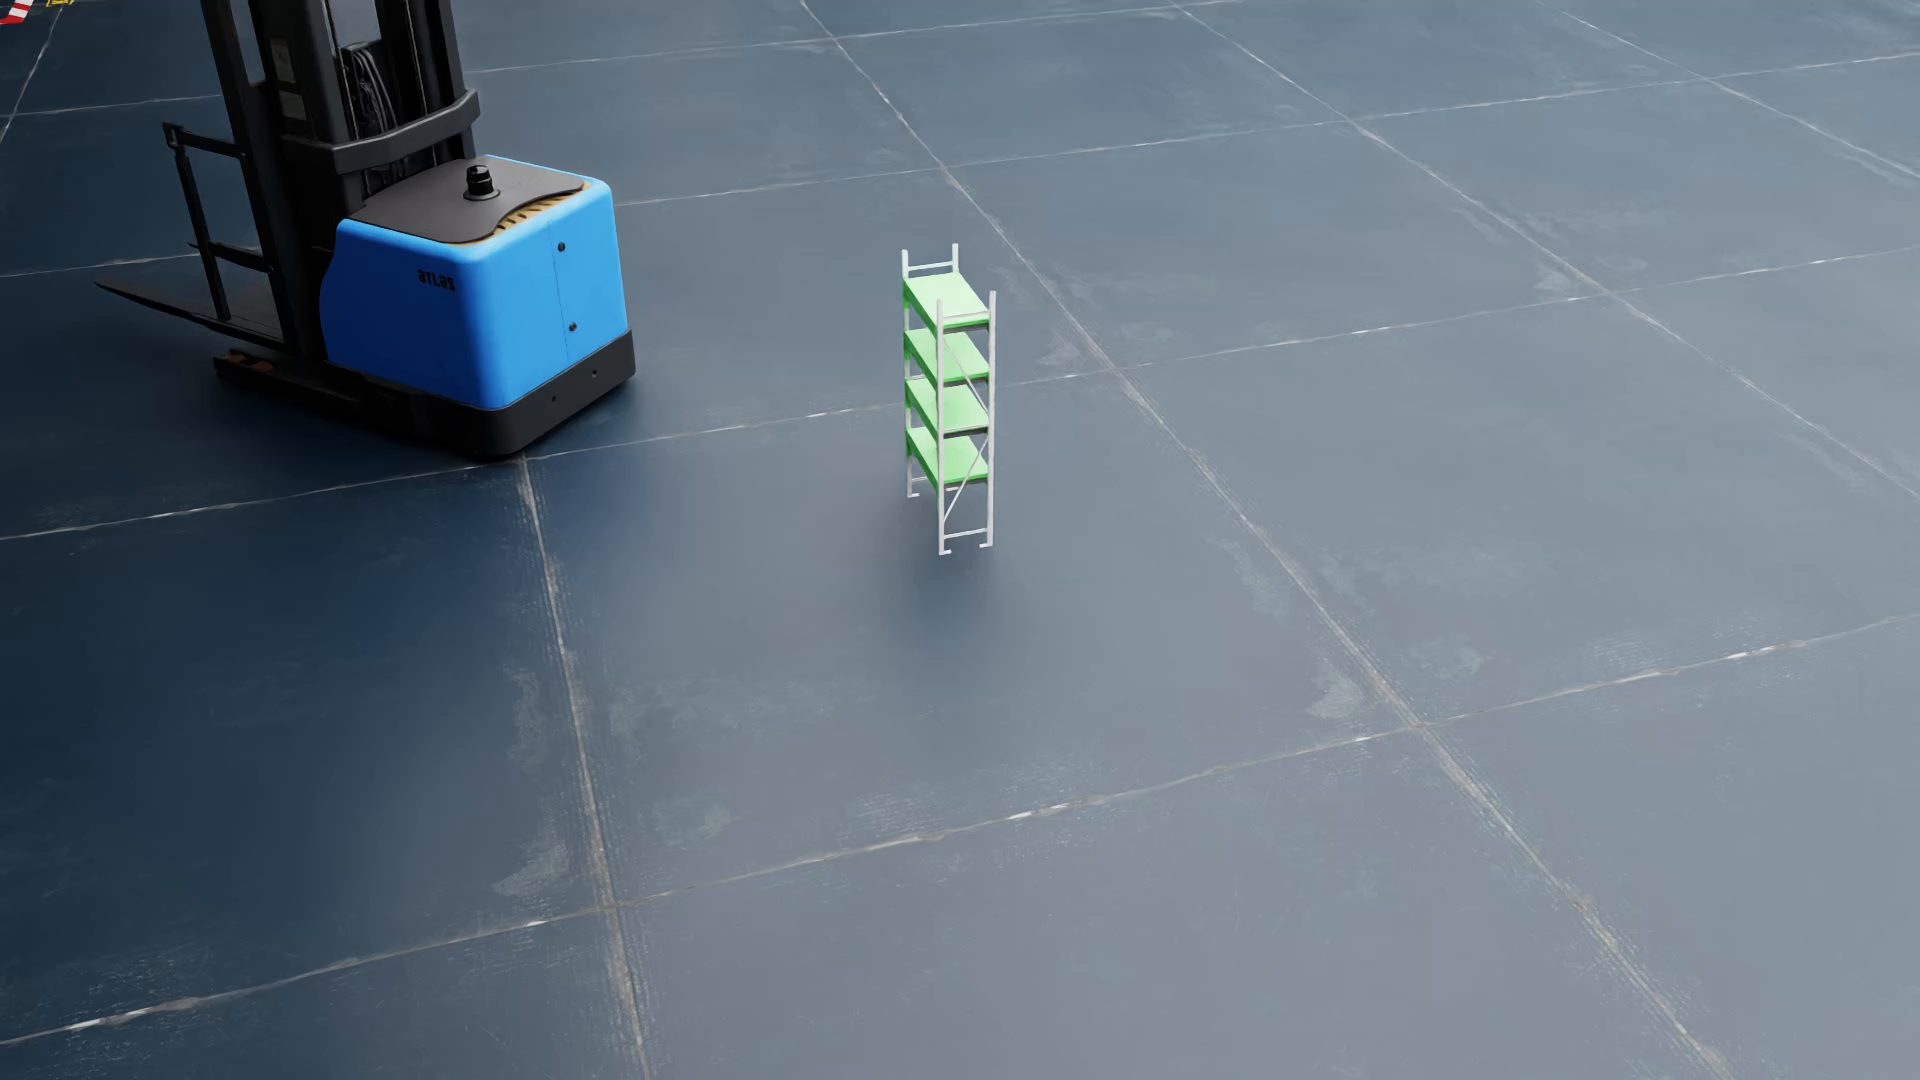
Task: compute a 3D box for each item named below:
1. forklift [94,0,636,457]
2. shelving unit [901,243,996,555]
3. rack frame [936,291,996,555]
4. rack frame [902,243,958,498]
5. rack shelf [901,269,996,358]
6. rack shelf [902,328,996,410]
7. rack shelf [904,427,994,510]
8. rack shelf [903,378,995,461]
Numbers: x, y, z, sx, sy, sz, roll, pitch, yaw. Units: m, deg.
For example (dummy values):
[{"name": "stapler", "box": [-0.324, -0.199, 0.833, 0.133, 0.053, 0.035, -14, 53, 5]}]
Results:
[{"name": "forklift", "box": [-3.180, -2.189, 7.903, 3.031, 2.935, 1.130, 17, 37, 24]}, {"name": "shelving unit", "box": [-0.050, -0.587, 7.051, 0.258, 1.200, 0.503, -10, 35, -15]}, {"name": "rack frame", "box": [0.024, -0.459, 6.857, 0.240, 1.200, 0.015, -10, 35, -15]}, {"name": "rack frame", "box": [-0.125, -0.716, 7.245, 0.240, 1.200, 0.015, -10, 35, -15]}, {"name": "rack shelf", "box": [-0.050, -0.935, 6.821, 0.258, 0.148, 0.480, -10, 35, -15]}, {"name": "rack shelf", "box": [-0.050, -0.734, 6.954, 0.258, 0.148, 0.480, -10, 35, -15]}, {"name": "rack shelf", "box": [-0.050, -0.334, 7.218, 0.258, 0.148, 0.480, -10, 35, -15]}, {"name": "rack shelf", "box": [-0.050, -0.534, 7.086, 0.258, 0.148, 0.480, -10, 35, -15]}]
